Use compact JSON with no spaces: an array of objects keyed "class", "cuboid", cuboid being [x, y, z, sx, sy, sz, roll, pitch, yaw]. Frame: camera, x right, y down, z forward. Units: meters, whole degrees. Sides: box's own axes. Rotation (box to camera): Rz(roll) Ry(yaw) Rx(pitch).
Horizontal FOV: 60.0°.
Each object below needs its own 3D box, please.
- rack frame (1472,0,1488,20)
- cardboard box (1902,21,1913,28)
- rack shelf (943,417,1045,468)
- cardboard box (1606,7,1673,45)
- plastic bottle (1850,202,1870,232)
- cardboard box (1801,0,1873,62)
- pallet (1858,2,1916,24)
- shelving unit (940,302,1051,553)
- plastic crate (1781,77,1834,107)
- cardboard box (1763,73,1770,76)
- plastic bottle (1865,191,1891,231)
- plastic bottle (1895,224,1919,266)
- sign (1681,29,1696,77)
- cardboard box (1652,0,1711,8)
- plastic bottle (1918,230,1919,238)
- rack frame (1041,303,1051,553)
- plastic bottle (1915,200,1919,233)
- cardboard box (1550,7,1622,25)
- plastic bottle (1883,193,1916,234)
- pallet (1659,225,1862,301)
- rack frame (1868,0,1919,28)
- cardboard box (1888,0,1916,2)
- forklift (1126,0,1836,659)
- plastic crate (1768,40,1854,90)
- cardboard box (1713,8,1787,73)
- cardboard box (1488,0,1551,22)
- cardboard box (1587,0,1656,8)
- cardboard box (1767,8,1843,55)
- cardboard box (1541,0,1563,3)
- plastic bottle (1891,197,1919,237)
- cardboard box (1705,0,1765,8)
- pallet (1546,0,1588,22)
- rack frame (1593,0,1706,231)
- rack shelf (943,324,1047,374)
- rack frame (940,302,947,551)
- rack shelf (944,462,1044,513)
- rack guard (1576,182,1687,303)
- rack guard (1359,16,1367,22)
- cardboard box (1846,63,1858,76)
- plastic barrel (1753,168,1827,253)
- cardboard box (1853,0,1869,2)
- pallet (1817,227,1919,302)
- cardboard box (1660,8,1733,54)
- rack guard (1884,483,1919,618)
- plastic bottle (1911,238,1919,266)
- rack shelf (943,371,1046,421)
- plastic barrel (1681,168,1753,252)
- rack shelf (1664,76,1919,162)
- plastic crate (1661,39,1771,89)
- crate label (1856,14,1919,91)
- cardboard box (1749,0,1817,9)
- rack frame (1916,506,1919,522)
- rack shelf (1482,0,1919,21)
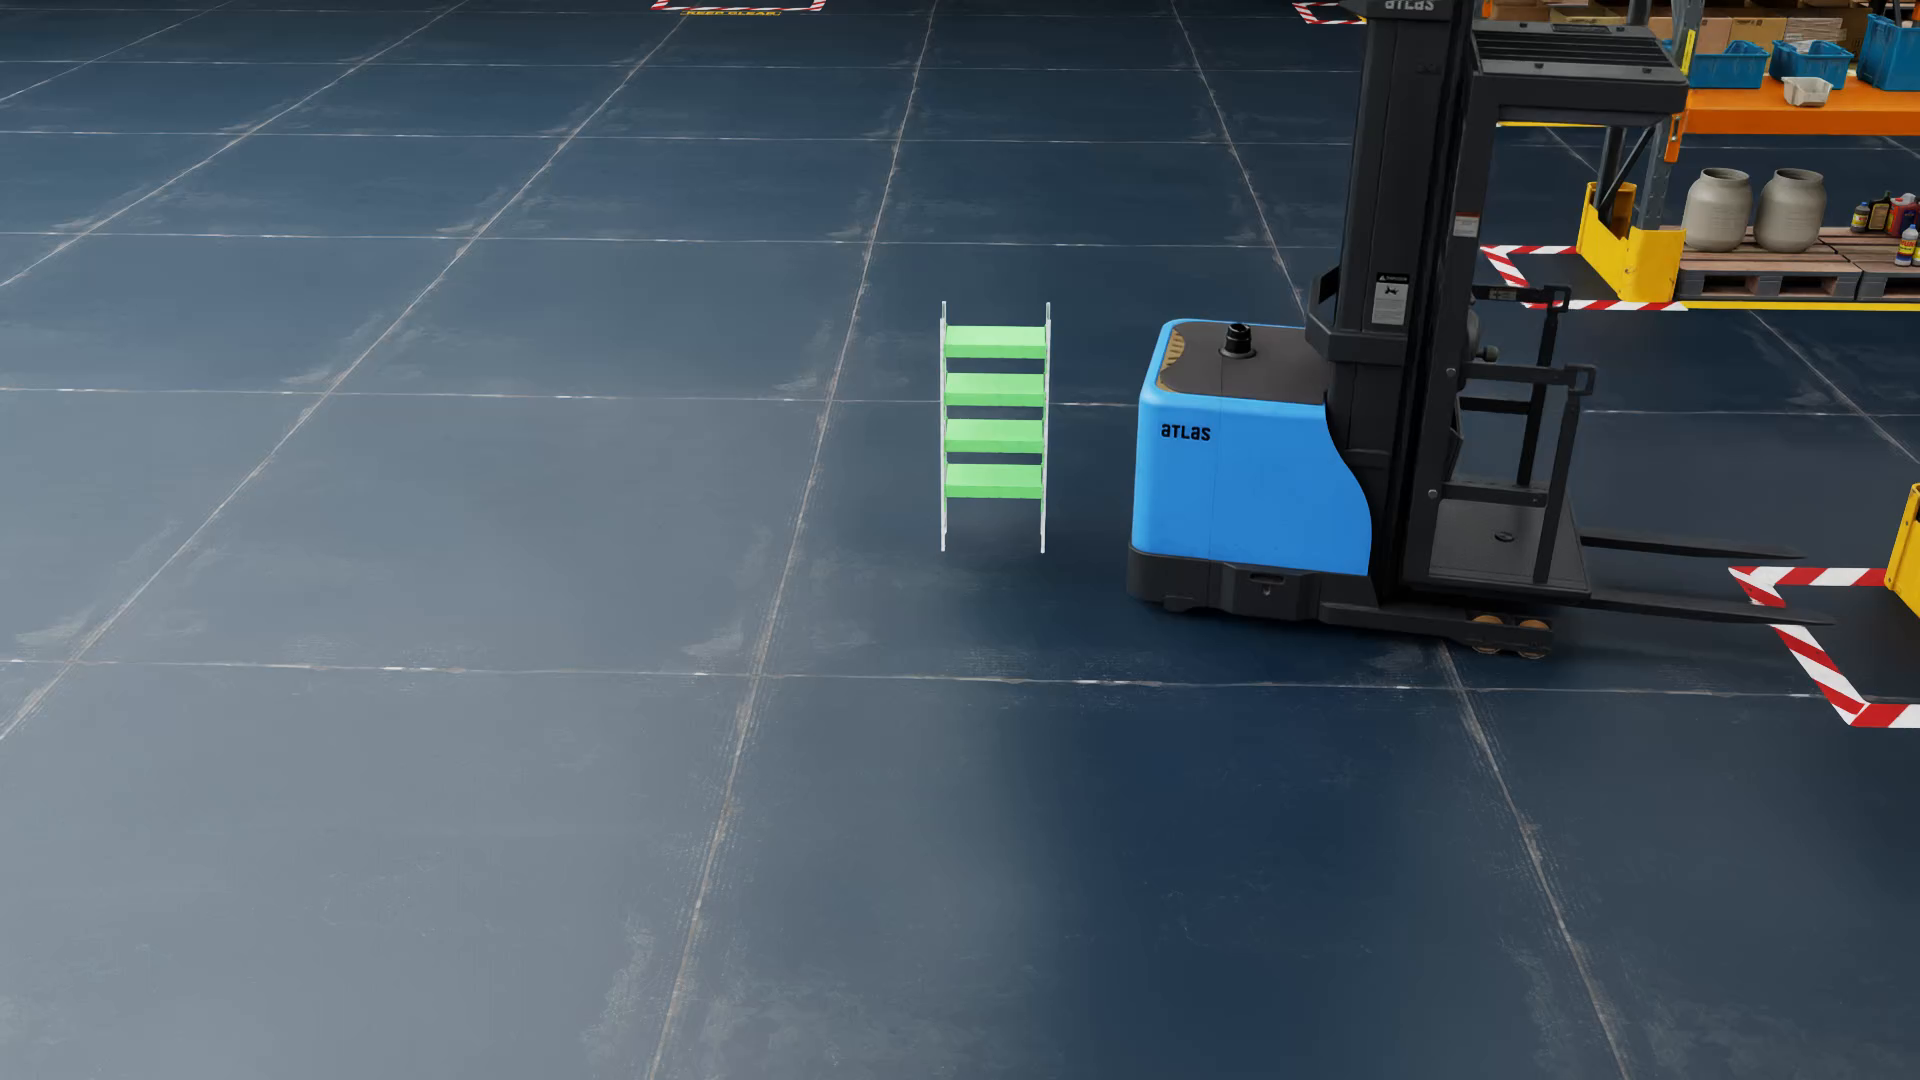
[{"class":"rack frame","cuboid":[4.801,-5.509,15.439,0.127,3.000,1.000,1,28,2]},{"class":"cardboard box","cuboid":[9.213,-4.788,15.969,0.500,0.311,0.500,1,28,2]},{"class":"rack shelf","cuboid":[0.165,-0.471,7.994,0.480,0.148,0.258,1,28,2]},{"class":"cardboard box","cuboid":[6.329,-4.688,15.578,0.500,0.500,0.500,1,28,2]},{"class":"plastic bottle","cuboid":[6.473,-2.323,11.948,0.097,0.201,0.097,0,28,0]},{"class":"cardboard box","cuboid":[8.346,-4.899,15.975,0.500,0.500,0.500,1,28,2]},{"class":"pallet","cuboid":[10.970,-6.498,20.283,1.213,0.211,1.003,1,28,2]},{"class":"shelving unit","cuboid":[0.165,-0.527,7.964,0.503,1.200,0.258,1,28,2]},{"class":"plastic crate","cuboid":[5.505,-2.908,10.815,0.250,0.136,0.298,1,28,2]},{"class":"cardboard box","cuboid":[7.327,-4.333,15.708,0.500,0.250,0.500,1,28,2]},{"class":"plastic bottle","cuboid":[6.590,-2.366,11.941,0.133,0.283,0.061,2,28,3]},{"class":"plastic bottle","cuboid":[6.423,-2.003,11.270,0.097,0.271,0.097,0,28,0]},{"class":"sign","cuboid":[4.598,-3.055,10.515,0.005,0.325,0.100,1,28,2]},{"class":"cardboard box","cuboid":[6.847,-4.923,16.020,0.500,0.500,0.500,1,28,2]},{"class":"plastic bottle","cuboid":[6.877,-2.245,11.800,0.097,0.201,0.097,0,28,0]},{"class":"rack frame","cuboid":[0.409,-0.523,7.956,0.015,1.200,0.240,1,28,2]},{"class":"plastic bottle","cuboid":[6.862,-2.337,11.894,0.135,0.276,0.152,0,28,0]},{"class":"cardboard box","cuboid":[5.828,-4.690,15.582,0.500,0.500,0.500,1,28,2]},{"class":"plastic bottle","cuboid":[6.724,-2.339,11.898,0.135,0.276,0.152,1,28,2]},{"class":"pallet","cuboid":[5.511,-1.963,11.728,1.213,0.211,1.003,1,28,2]},{"class":"rack frame","cuboid":[8.798,-5.443,15.314,0.127,3.000,1.000,1,28,2]},{"class":"cardboard box","cuboid":[11.237,-6.831,20.132,0.500,0.500,0.700,1,28,2]},{"class":"forklift","cuboid":[2.339,-1.049,7.100,3.031,2.935,1.130,6,29,11]},{"class":"plastic crate","cuboid":[5.782,-3.243,11.324,0.408,0.251,0.499,1,28,2]},{"class":"cardboard box","cuboid":[7.328,-4.670,15.544,0.500,0.500,0.500,1,28,2]},{"class":"cardboard box","cuboid":[5.347,-4.941,16.055,0.500,0.500,0.500,1,28,2]},{"class":"cardboard box","cuboid":[6.347,-4.931,16.037,0.500,0.500,0.500,1,28,2]},{"class":"cardboard box","cuboid":[7.828,-4.664,15.532,0.500,0.500,0.500,1,28,2]},{"class":"cardboard box","cuboid":[6.961,-6.819,20.110,0.500,0.500,0.700,-1,28,-1]},{"class":"plastic bottle","cuboid":[6.721,-2.292,11.802,0.133,0.283,0.061,1,28,2]},{"class":"cardboard box","cuboid":[7.346,-4.915,16.006,0.500,0.500,0.500,1,28,2]},{"class":"pallet","cuboid":[7.074,-6.543,20.367,1.213,0.211,1.003,1,28,2]},{"class":"rack frame","cuboid":[4.622,-3.190,11.065,0.127,3.000,1.000,1,28,2]},{"class":"rack shelf","cuboid":[0.165,-0.895,7.769,0.480,0.148,0.258,1,28,2]},{"class":"rack frame","cuboid":[-0.078,-0.531,7.971,0.015,1.200,0.240,1,28,2]},{"class":"rack shelf","cuboid":[0.165,-0.259,8.106,0.480,0.148,0.258,1,28,2]},{"class":"rack guard","cuboid":[4.700,-2.107,11.690,0.348,0.500,1.175,1,28,2]},{"class":"rack guard","cuboid":[5.048,-6.722,20.396,0.348,0.500,1.175,1,28,2]},{"class":"cardboard box","cuboid":[8.327,-4.319,15.681,0.500,0.250,0.500,1,28,2]},{"class":"plastic barrel","cuboid":[5.783,-2.293,11.581,0.421,0.512,0.421,0,28,0]},{"class":"cardboard box","cuboid":[10.732,-6.834,20.139,0.500,0.500,0.700,1,28,2]},{"class":"pallet","cuboid":[6.727,-1.942,11.687,1.213,0.211,1.003,1,28,2]},{"class":"cardboard box","cuboid":[6.828,-4.672,15.547,0.500,0.500,0.500,1,28,2]},{"class":"rack guard","cuboid":[4.523,0.234,7.275,0.348,0.500,1.175,1,28,2]},{"class":"plastic bottle","cuboid":[6.526,-1.971,11.283,0.097,0.201,0.097,0,28,0]},{"class":"rack shelf","cuboid":[0.165,-0.683,7.881,0.480,0.148,0.258,1,28,2]},{"class":"plastic barrel","cuboid":[5.282,-2.301,11.597,0.421,0.512,0.421,0,28,0]},{"class":"rack shelf","cuboid":[6.621,-2.839,11.172,4.000,0.370,1.077,1,28,2]},{"class":"plastic crate","cuboid":[5.133,-3.256,11.349,0.616,0.251,0.499,1,28,2]},{"class":"crate label","cuboid":[6.471,-3.302,11.239,0.616,0.435,0.502,1,28,2]},{"class":"cardboard box","cuboid":[7.846,-4.903,15.984,0.500,0.500,0.500,1,28,2]},{"class":"rack frame","cuboid":[4.447,-0.872,6.692,0.127,3.000,1.000,1,28,2]},{"class":"rack shelf","cuboid":[6.799,-5.158,15.545,4.000,0.370,1.077,1,28,2]}]
